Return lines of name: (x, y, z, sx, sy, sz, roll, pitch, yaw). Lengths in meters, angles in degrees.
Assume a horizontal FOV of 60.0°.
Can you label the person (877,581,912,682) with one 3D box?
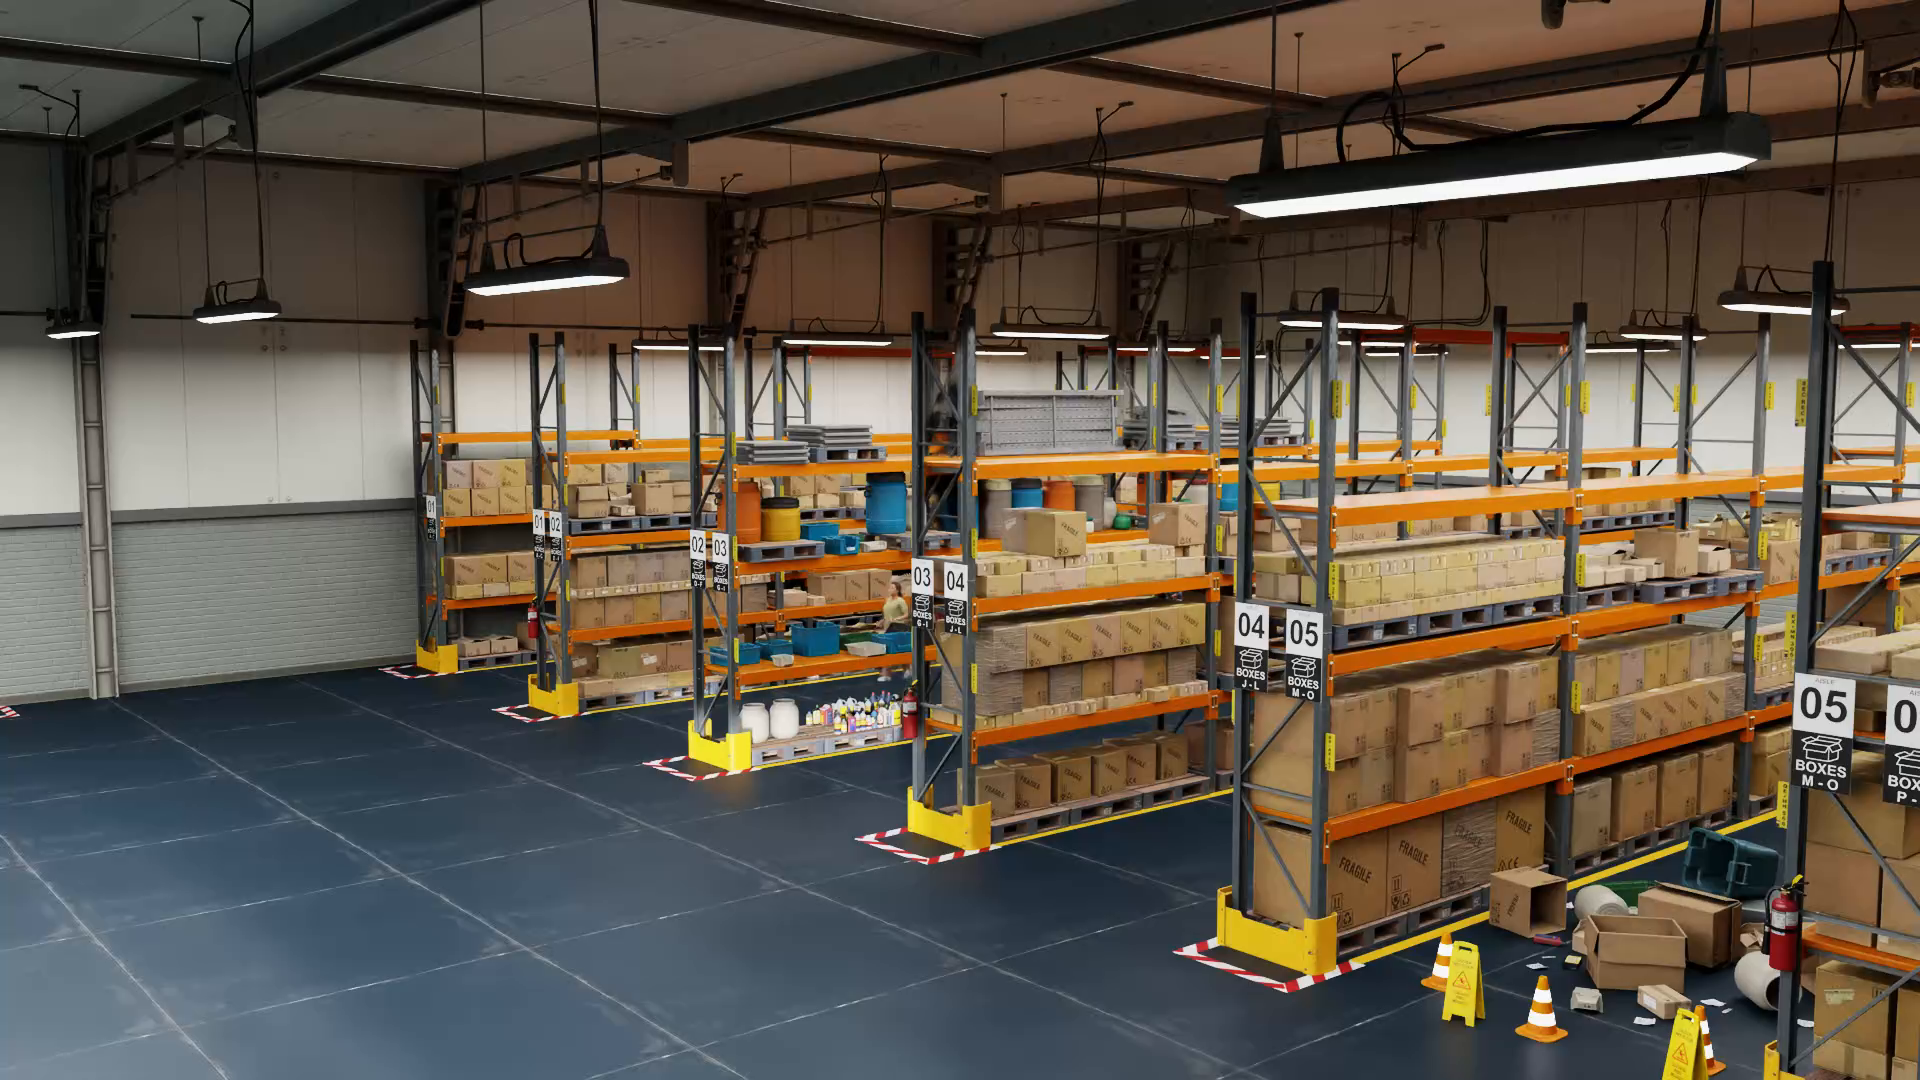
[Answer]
person: (-1.110, 1.506, 27.535, 0.588, 1.645, 0.727, 5, 7, 42)
